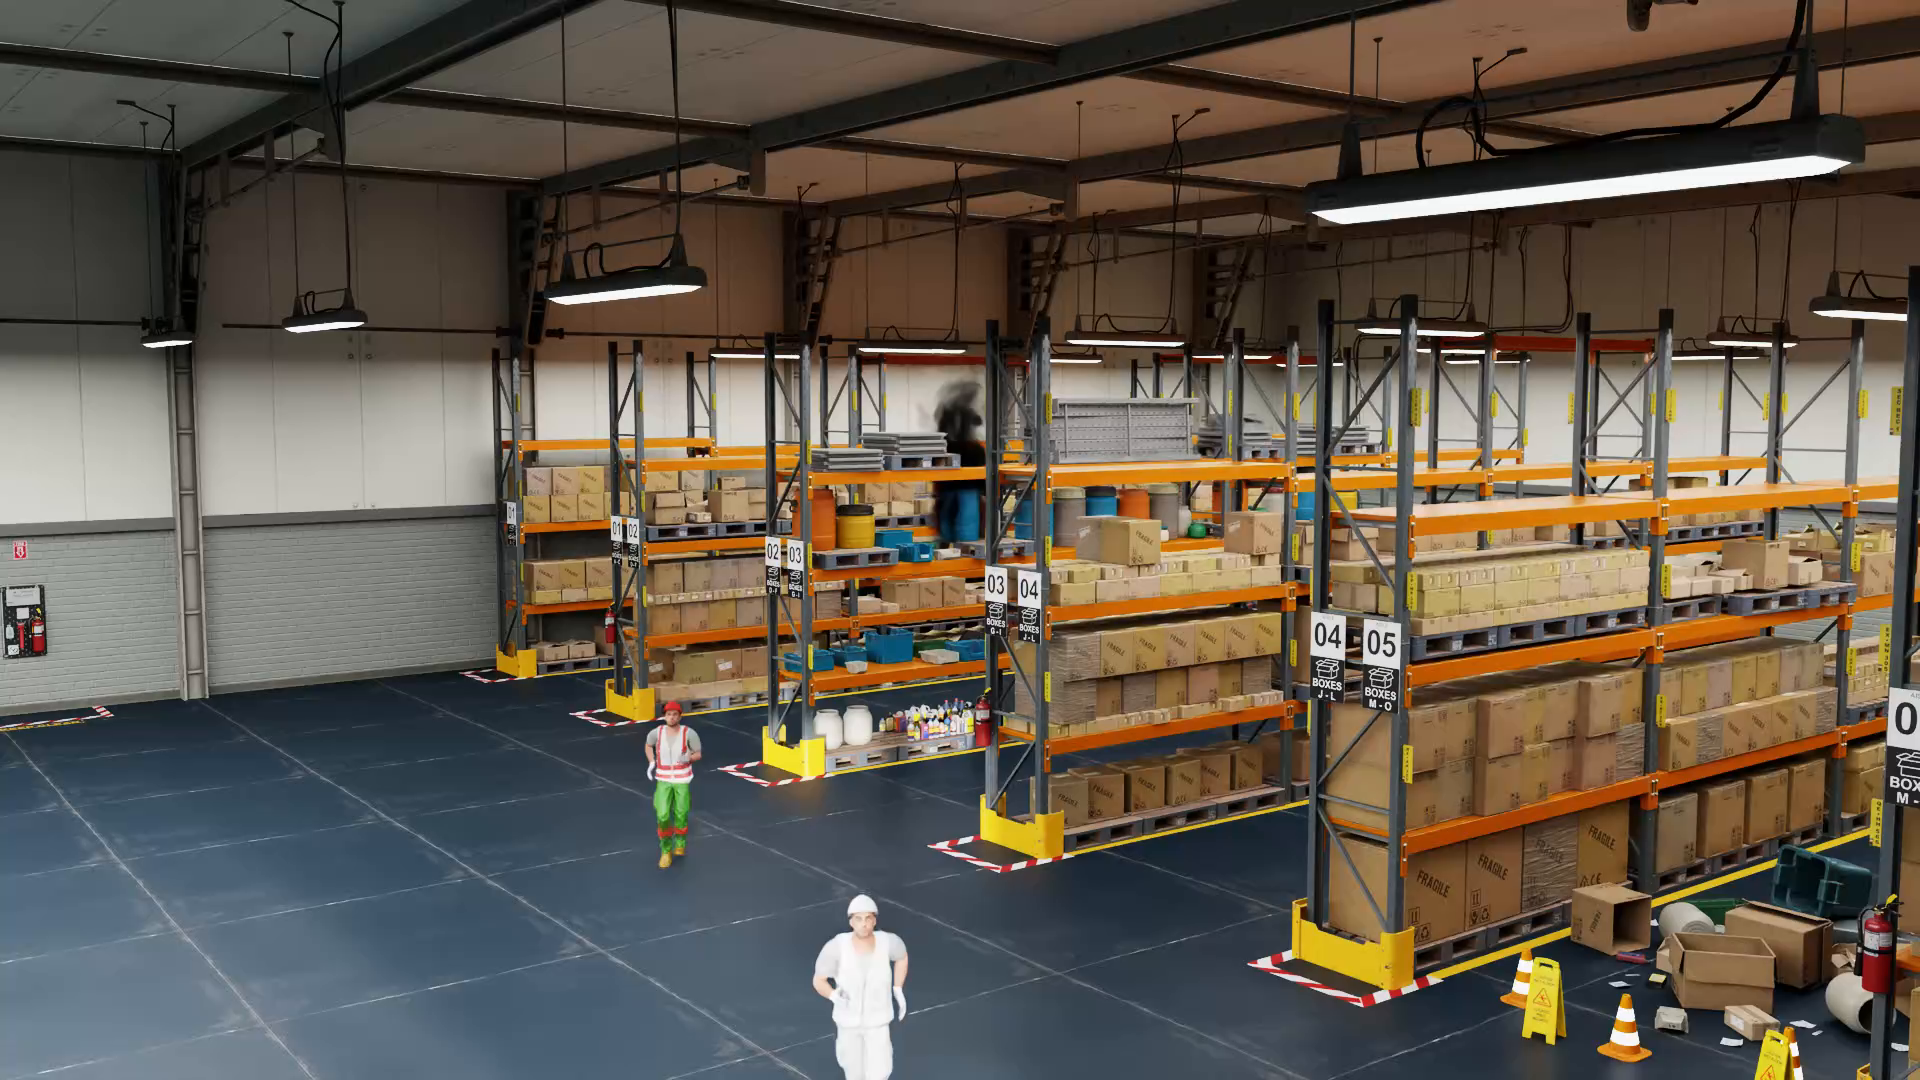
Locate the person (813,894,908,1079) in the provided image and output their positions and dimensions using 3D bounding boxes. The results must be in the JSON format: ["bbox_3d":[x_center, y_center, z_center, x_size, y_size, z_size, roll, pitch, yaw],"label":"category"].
[{"bbox_3d":[-0.672,3.277,11.237,0.636,1.816,0.870,0,5,-1],"label":"person"}]

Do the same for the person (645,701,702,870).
[{"bbox_3d":[-3.145,2.674,18.223,0.630,1.824,0.717,-1,5,-6],"label":"person"}]
